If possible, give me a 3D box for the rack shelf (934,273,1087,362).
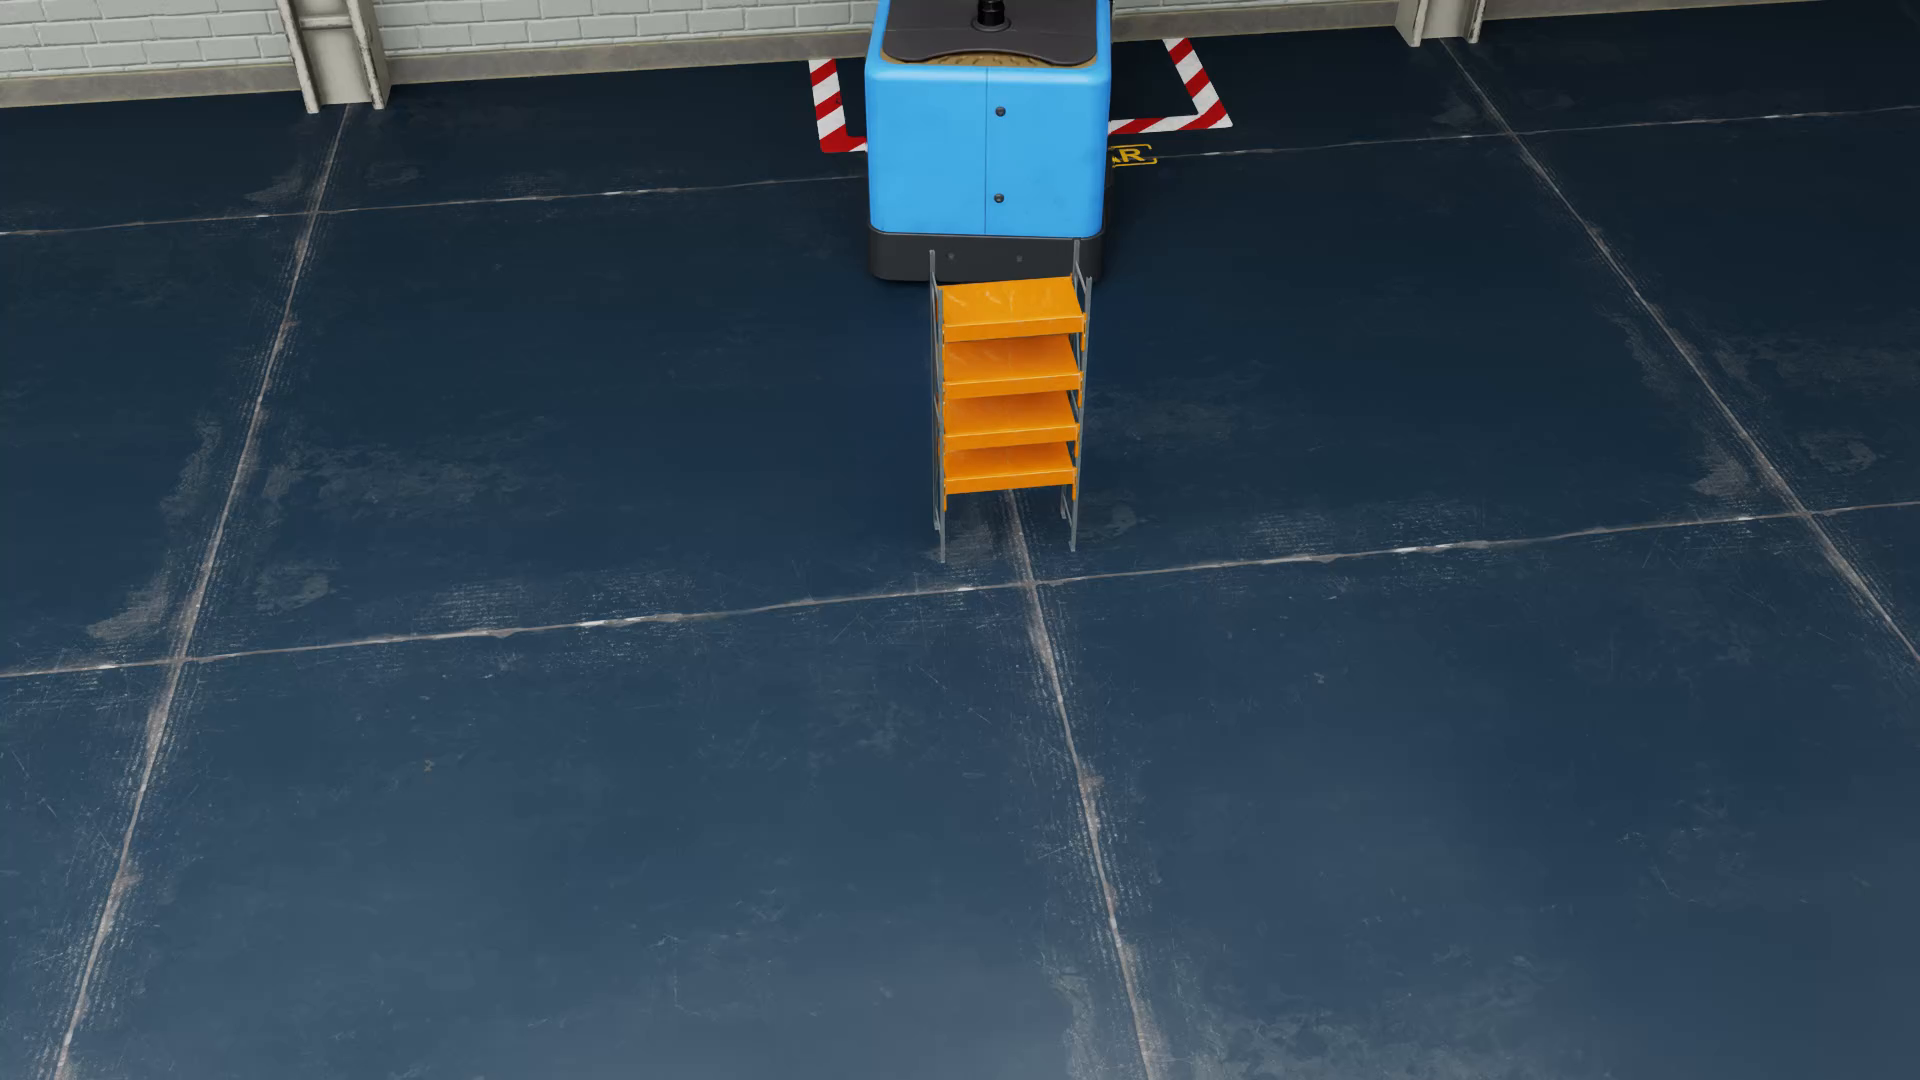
[{"bbox_3d":[0.164,-0.752,5.601,0.480,0.148,0.258,-5,42,-6],"label":"rack shelf"}]

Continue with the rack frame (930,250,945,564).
[{"bbox_3d":[-0.078,-0.439,5.841,0.015,1.200,0.240,-5,42,-6],"label":"rack frame"}]

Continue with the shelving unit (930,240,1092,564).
[{"bbox_3d":[0.164,-0.460,5.864,0.503,1.200,0.258,-5,42,-6],"label":"shelving unit"}]

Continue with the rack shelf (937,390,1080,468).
[{"bbox_3d":[0.164,-0.410,5.909,0.480,0.148,0.258,-5,42,-6],"label":"rack shelf"}]

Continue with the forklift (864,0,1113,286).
[{"bbox_3d":[0.192,-3.192,7.601,1.130,2.935,3.031,2,42,2],"label":"forklift"}]

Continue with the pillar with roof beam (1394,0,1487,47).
[{"bbox_3d":[3.257,-3.365,3.262,0.400,9.000,9.100,-5,42,-6],"label":"pillar with roof beam"}]

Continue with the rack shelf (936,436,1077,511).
[{"bbox_3d":[0.164,-0.262,6.042,0.480,0.148,0.258,-5,42,-6],"label":"rack shelf"}]

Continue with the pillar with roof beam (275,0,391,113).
[{"bbox_3d":[-2.693,-2.844,2.684,0.400,9.000,9.100,-5,42,-6],"label":"pillar with roof beam"}]

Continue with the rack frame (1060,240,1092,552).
[{"bbox_3d":[0.406,-0.481,5.888,0.015,1.200,0.240,-5,42,-6],"label":"rack frame"}]

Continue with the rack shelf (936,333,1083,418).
[{"bbox_3d":[0.164,-0.576,5.759,0.480,0.148,0.258,-5,42,-6],"label":"rack shelf"}]
